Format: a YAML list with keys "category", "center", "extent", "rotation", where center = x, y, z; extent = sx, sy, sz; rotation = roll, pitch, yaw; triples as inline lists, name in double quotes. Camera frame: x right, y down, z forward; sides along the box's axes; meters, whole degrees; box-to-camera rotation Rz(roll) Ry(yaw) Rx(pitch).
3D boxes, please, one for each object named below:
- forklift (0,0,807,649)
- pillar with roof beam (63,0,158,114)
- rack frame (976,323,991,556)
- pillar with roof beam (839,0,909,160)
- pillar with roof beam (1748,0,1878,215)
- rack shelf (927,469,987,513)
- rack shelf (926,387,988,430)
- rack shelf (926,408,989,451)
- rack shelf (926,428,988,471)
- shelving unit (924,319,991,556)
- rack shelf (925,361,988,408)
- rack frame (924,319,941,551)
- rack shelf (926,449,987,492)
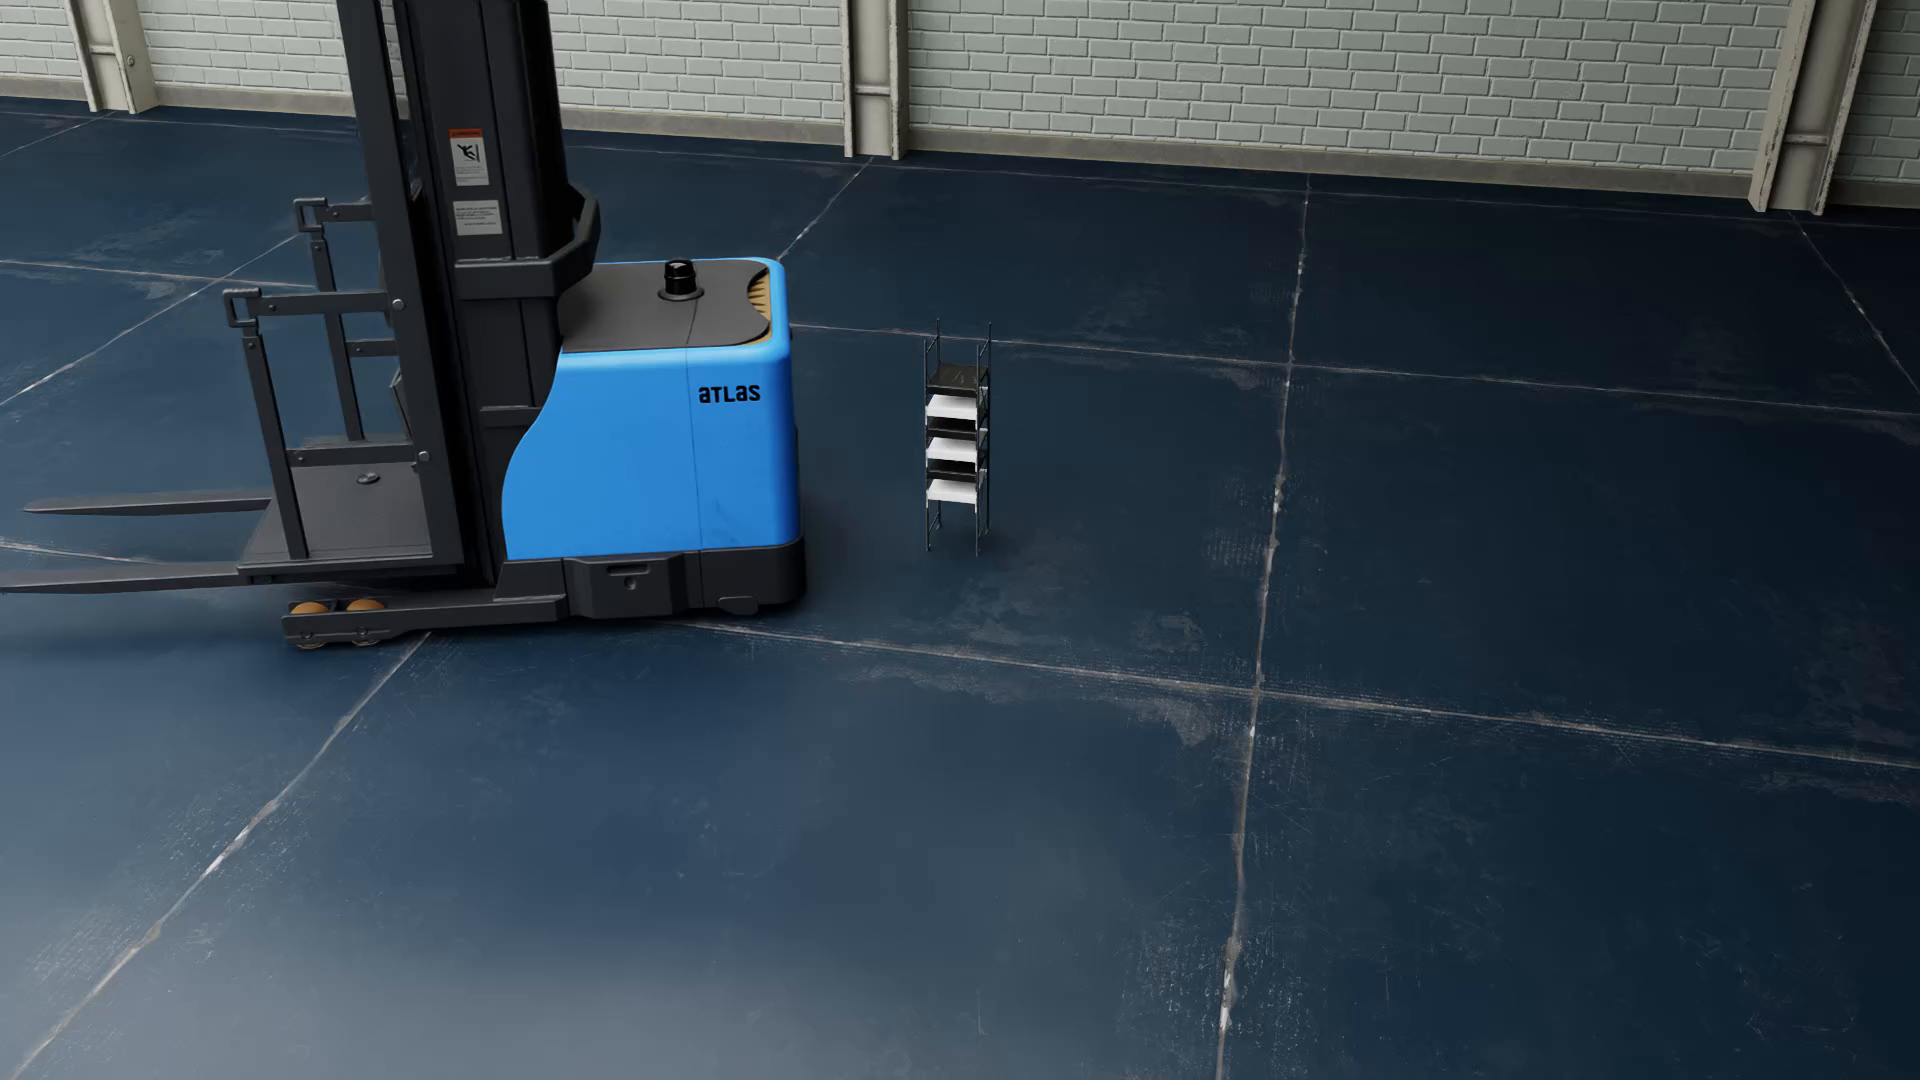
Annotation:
- category: "forklift"
  center: [-2.131, -1.159, 5.815]
  extent: [3.031, 2.935, 1.130]
  rotation: [-3, 29, -6]
- category: "pillar with roof beam"
  center: [-7.350, -5.268, 7.002]
  extent: [0.400, 9.000, 9.100]
  rotation: [6, 29, 11]
- category: "rack frame"
  center: [0.091, -0.385, 6.517]
  extent: [0.006, 0.900, 0.240]
  rotation: [6, 29, 11]
- category: "pillar with roof beam"
  center: [-1.482, -4.666, 5.903]
  extent: [0.400, 9.000, 9.100]
  rotation: [6, 29, 11]
- category: "pillar with roof beam"
  center: [4.385, -4.065, 4.804]
  extent: [0.400, 9.000, 9.100]
  rotation: [6, 29, 11]
- category: "rack shelf"
  center: [-0.008, -0.208, 6.638]
  extent: [0.200, 0.077, 0.258]
  rotation: [6, 29, 11]
- category: "rack shelf"
  center: [-0.008, -0.524, 6.465]
  extent: [0.200, 0.077, 0.258]
  rotation: [6, 29, 11]
- category: "rack shelf"
  center: [-0.008, -0.445, 6.508]
  extent: [0.200, 0.077, 0.258]
  rotation: [6, 29, 11]
- category: "rack shelf"
  center: [-0.008, -0.366, 6.551]
  extent: [0.200, 0.077, 0.258]
  rotation: [6, 29, 11]
- category: "shelving unit"
  center: [-0.008, -0.396, 6.535]
  extent: [0.210, 0.900, 0.258]
  rotation: [6, 29, 11]
- category: "rack shelf"
  center: [-0.008, -0.603, 6.422]
  extent: [0.200, 0.077, 0.258]
  rotation: [6, 29, 11]
- category: "rack frame"
  center: [-0.107, -0.406, 6.554]
  extent: [0.006, 0.900, 0.240]
  rotation: [6, 29, 11]
- category: "rack shelf"
  center: [-0.008, -0.287, 6.595]
  extent: [0.200, 0.077, 0.258]
  rotation: [6, 29, 11]
